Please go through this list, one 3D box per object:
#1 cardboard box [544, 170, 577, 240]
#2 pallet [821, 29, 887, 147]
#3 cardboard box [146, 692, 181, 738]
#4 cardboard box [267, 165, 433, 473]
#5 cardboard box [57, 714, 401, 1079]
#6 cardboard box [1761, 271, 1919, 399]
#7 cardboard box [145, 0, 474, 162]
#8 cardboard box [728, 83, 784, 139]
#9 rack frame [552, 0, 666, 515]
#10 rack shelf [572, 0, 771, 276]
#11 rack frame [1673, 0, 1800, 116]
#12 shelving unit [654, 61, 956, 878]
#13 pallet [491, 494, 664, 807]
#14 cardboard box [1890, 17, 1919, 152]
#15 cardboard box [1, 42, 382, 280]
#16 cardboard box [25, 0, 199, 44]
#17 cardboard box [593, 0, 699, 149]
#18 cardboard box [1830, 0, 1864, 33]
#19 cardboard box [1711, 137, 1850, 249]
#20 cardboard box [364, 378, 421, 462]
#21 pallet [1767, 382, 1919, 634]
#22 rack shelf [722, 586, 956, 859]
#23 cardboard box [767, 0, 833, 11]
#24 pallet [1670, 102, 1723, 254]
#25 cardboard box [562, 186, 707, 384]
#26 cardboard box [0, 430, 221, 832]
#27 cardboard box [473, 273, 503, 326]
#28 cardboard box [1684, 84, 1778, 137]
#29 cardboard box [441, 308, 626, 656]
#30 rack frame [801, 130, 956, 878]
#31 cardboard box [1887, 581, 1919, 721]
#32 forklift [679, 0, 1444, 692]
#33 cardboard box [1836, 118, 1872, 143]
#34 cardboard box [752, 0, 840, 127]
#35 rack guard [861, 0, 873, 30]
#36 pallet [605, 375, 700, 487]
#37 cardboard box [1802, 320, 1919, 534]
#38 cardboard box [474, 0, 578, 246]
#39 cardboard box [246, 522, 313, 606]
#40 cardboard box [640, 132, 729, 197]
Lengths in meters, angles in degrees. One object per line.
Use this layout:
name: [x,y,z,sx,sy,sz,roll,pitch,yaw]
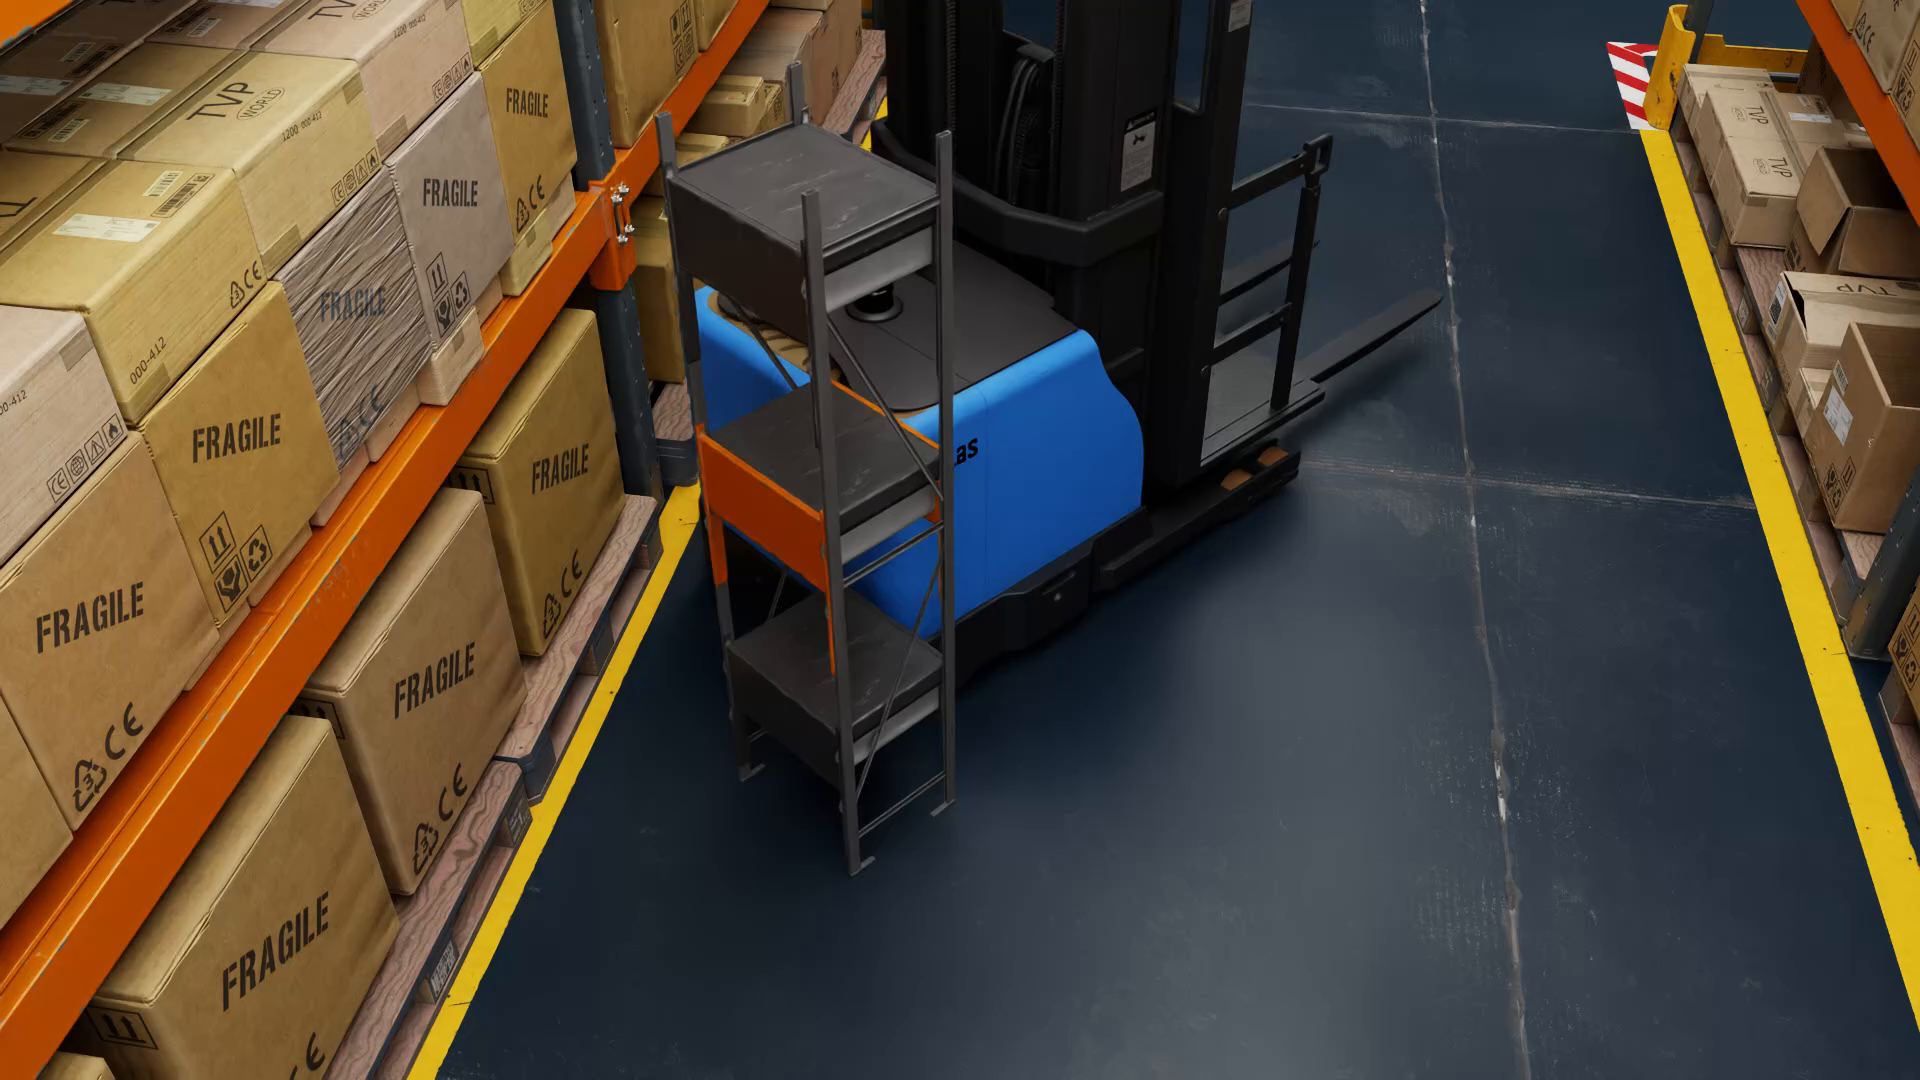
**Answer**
cardboard box: [-1.329,-0.972,4.753,0.380,0.149,0.250,7,40,8]
pallet: [-0.918,-2.230,8.281,1.003,0.211,1.213,6,40,8]
cardboard box: [-1.761,0.303,3.210,0.380,0.149,0.250,7,40,8]
cardboard box: [-1.554,-0.512,3.688,0.500,0.500,0.500,6,40,8]
cardboard box: [-1.827,0.877,3.693,0.750,0.750,0.750,6,40,7]
cardboard box: [3.280,-0.753,6.072,0.500,0.311,0.500,6,40,8]
cardboard box: [-1.476,-1.113,3.826,0.500,0.250,0.500,7,40,9]
cardboard box: [-1.137,-1.598,6.961,0.700,0.500,0.500,7,40,9]
rack frame: [-1.549,-1.304,4.974,1.000,3.000,0.127,6,40,8]
rack shelf: [-1.203,-2.282,6.721,1.077,0.370,4.000,6,40,8]
rack frame: [4.023,-3.271,7.352,1.000,3.000,0.127,6,40,8]
shelving unit: [-0.333,-0.073,4.190,0.431,2.100,0.503,-32,49,-32]
pallet: [-1.608,0.263,5.266,1.003,0.211,1.213,6,40,8]
cardboard box: [3.252,-1.465,5.089,0.500,0.500,0.500,7,40,9]
cardboard box: [-1.564,-0.793,3.439,0.500,0.250,0.500,7,40,9]
cardboard box: [-1.969,-1.165,3.889,0.500,0.250,0.500,7,40,8]
cardboard box: [-1.439,-1.759,5.288,0.980,0.700,0.700,7,40,8]
cardboard box: [3.424,-2.107,5.866,0.500,0.500,0.500,7,40,8]
cardboard box: [3.476,-1.443,6.954,0.500,0.250,0.500,6,40,8]
cardboard box: [-1.534,-0.335,3.983,0.380,0.149,0.250,6,40,8]
pallet: [3.450,-0.117,5.726,1.003,0.211,1.213,6,40,8]
rack shelf: [-0.332,0.476,4.645,0.431,0.518,0.480,-32,49,-32]
cardboard box: [-0.766,-2.552,7.605,0.380,0.149,0.250,7,40,9]
pallet: [3.873,-1.648,7.578,1.003,0.211,1.213,6,40,8]
cardboard box: [-1.319,-0.961,6.190,0.700,0.500,0.500,7,40,8]
cardboard box: [-1.718,0.129,2.912,0.500,0.500,0.500,6,40,7]
cardboard box: [-1.438,-0.653,4.368,0.380,0.149,0.250,8,40,9]
cardboard box: [3.569,-1.967,7.653,0.380,0.166,0.250,6,40,8]
cardboard box: [-1.533,-0.215,5.014,0.750,0.750,0.750,7,40,8]
rack frame: [-0.163,0.038,4.055,0.400,2.100,0.015,-32,49,-32]
cardboard box: [3.007,0.310,4.637,0.500,0.500,0.500,5,40,6]
forklift: [0.574,-1.433,5.183,3.031,2.935,1.130,-30,48,-31]
cardboard box: [4.013,-1.736,7.374,0.380,0.166,0.250,6,40,8]
cardboard box: [-0.966,-2.249,7.748,0.700,0.500,0.500,6,40,8]
rack guard: [-0.853,-2.866,8.825,1.175,0.500,0.348,6,40,8]
pallet: [-1.340,-0.698,6.429,1.003,0.211,1.213,6,40,8]
cardboard box: [3.150,-0.356,5.442,0.500,0.500,0.500,6,40,8]
cardboard box: [-1.381,-1.148,4.457,0.500,0.500,0.500,6,40,7]
cardboard box: [-1.649,-0.014,3.594,0.380,0.149,0.250,8,40,9]
cardboard box: [-1.080,-1.406,6.219,0.380,0.149,0.250,8,40,9]
